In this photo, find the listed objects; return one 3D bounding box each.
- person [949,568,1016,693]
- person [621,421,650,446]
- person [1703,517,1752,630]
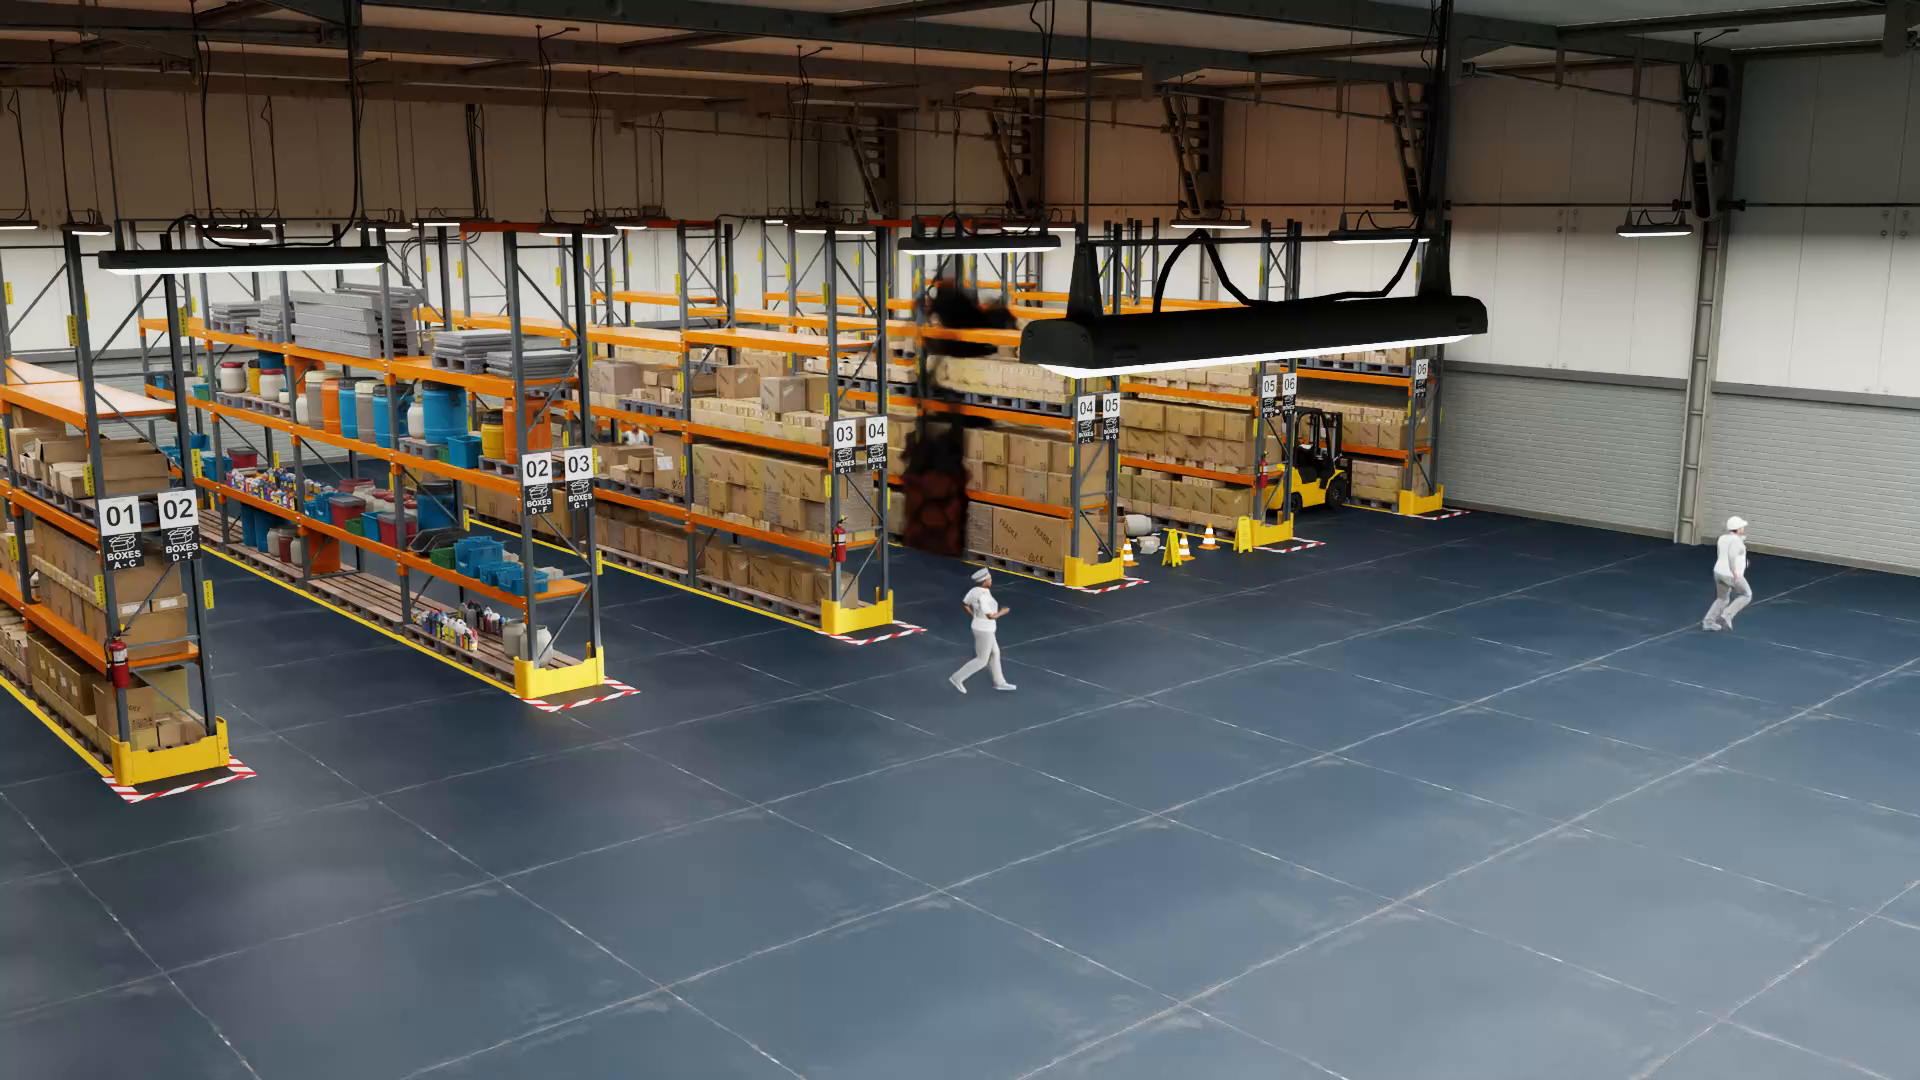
[{"bbox_3d":[0.296,1.179,21.651,0.938,1.674,0.586,-3,12,-13],"label":"person"},{"bbox_3d":[-7.001,-1.755,36.009,0.634,1.802,0.929,-8,14,-34],"label":"person"},{"bbox_3d":[11.579,0.503,24.981,0.733,1.725,0.595,-2,12,-11],"label":"person"}]
